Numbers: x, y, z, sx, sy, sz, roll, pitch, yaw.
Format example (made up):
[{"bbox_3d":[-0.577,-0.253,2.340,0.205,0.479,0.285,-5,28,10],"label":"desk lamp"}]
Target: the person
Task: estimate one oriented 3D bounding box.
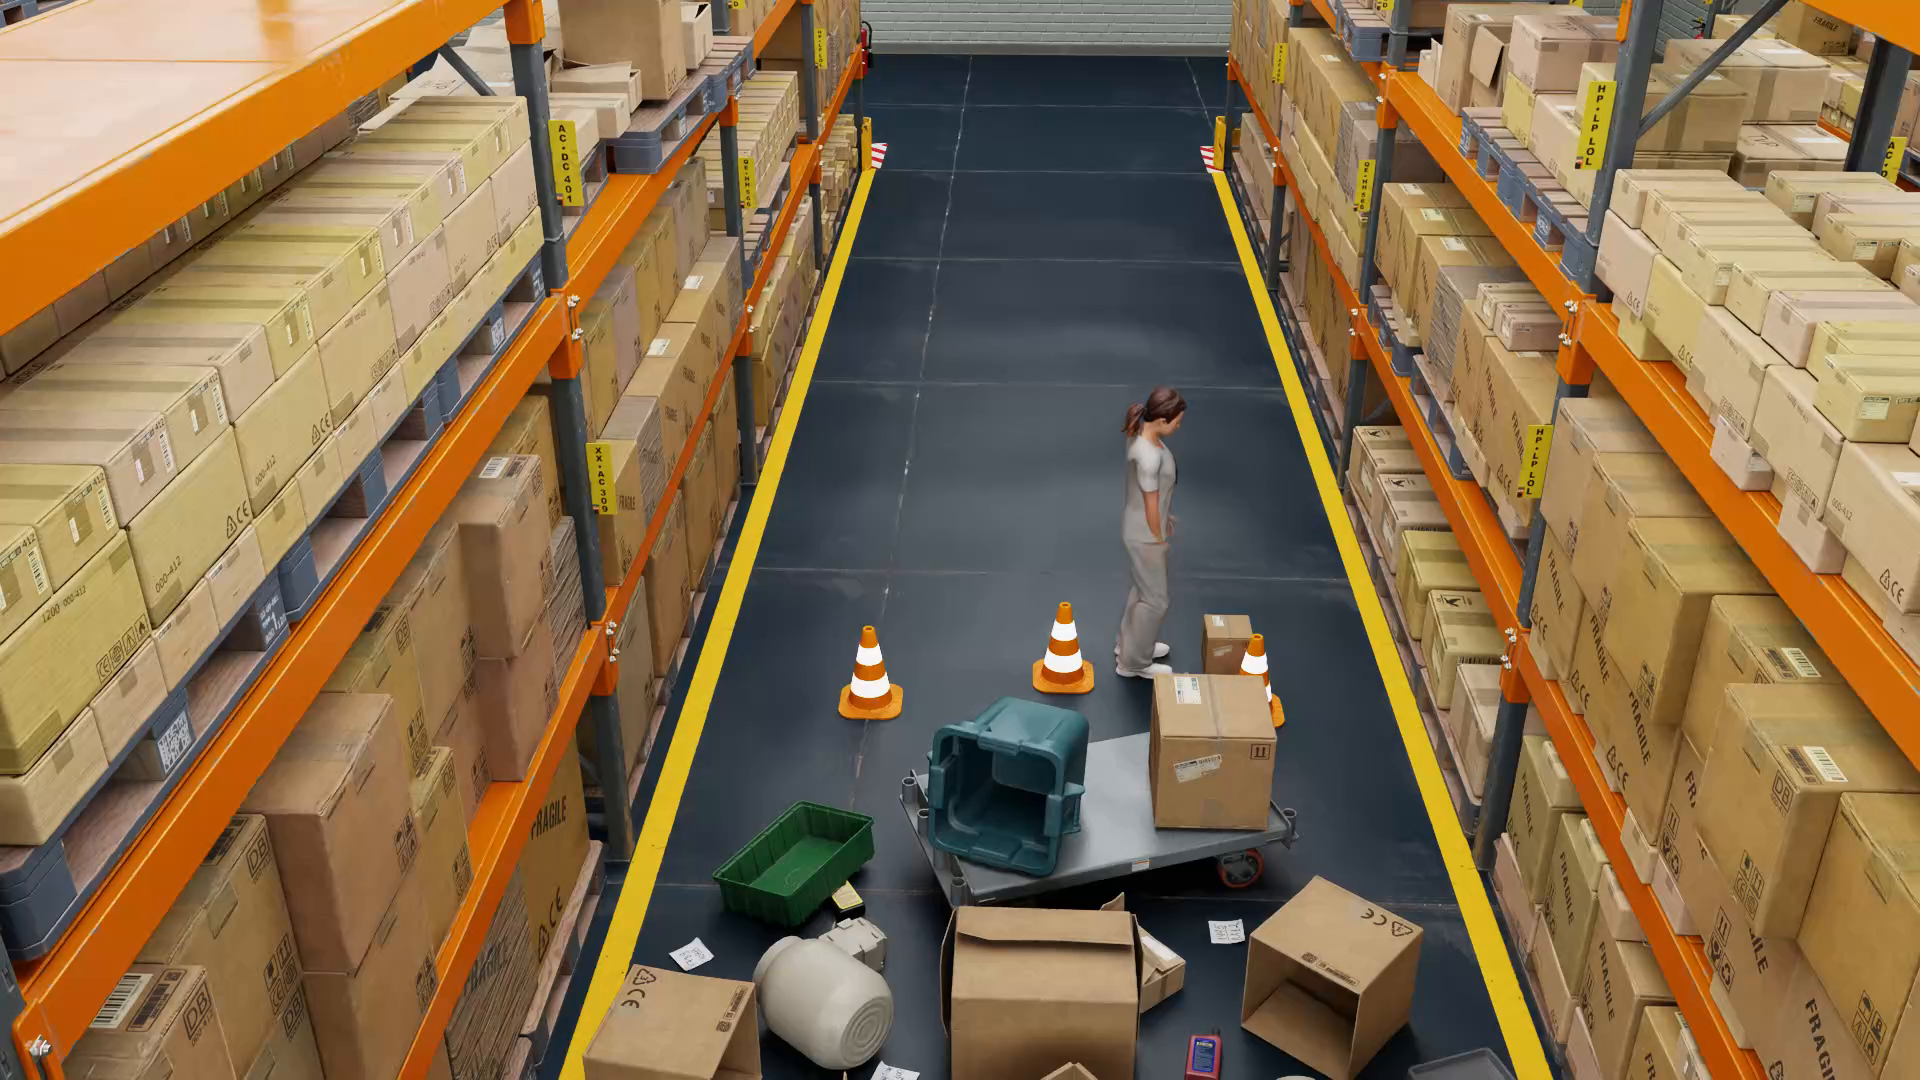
[{"bbox_3d":[1.007,-0.049,8.962,0.350,1.662,0.449,2,28,3],"label":"person"}]
